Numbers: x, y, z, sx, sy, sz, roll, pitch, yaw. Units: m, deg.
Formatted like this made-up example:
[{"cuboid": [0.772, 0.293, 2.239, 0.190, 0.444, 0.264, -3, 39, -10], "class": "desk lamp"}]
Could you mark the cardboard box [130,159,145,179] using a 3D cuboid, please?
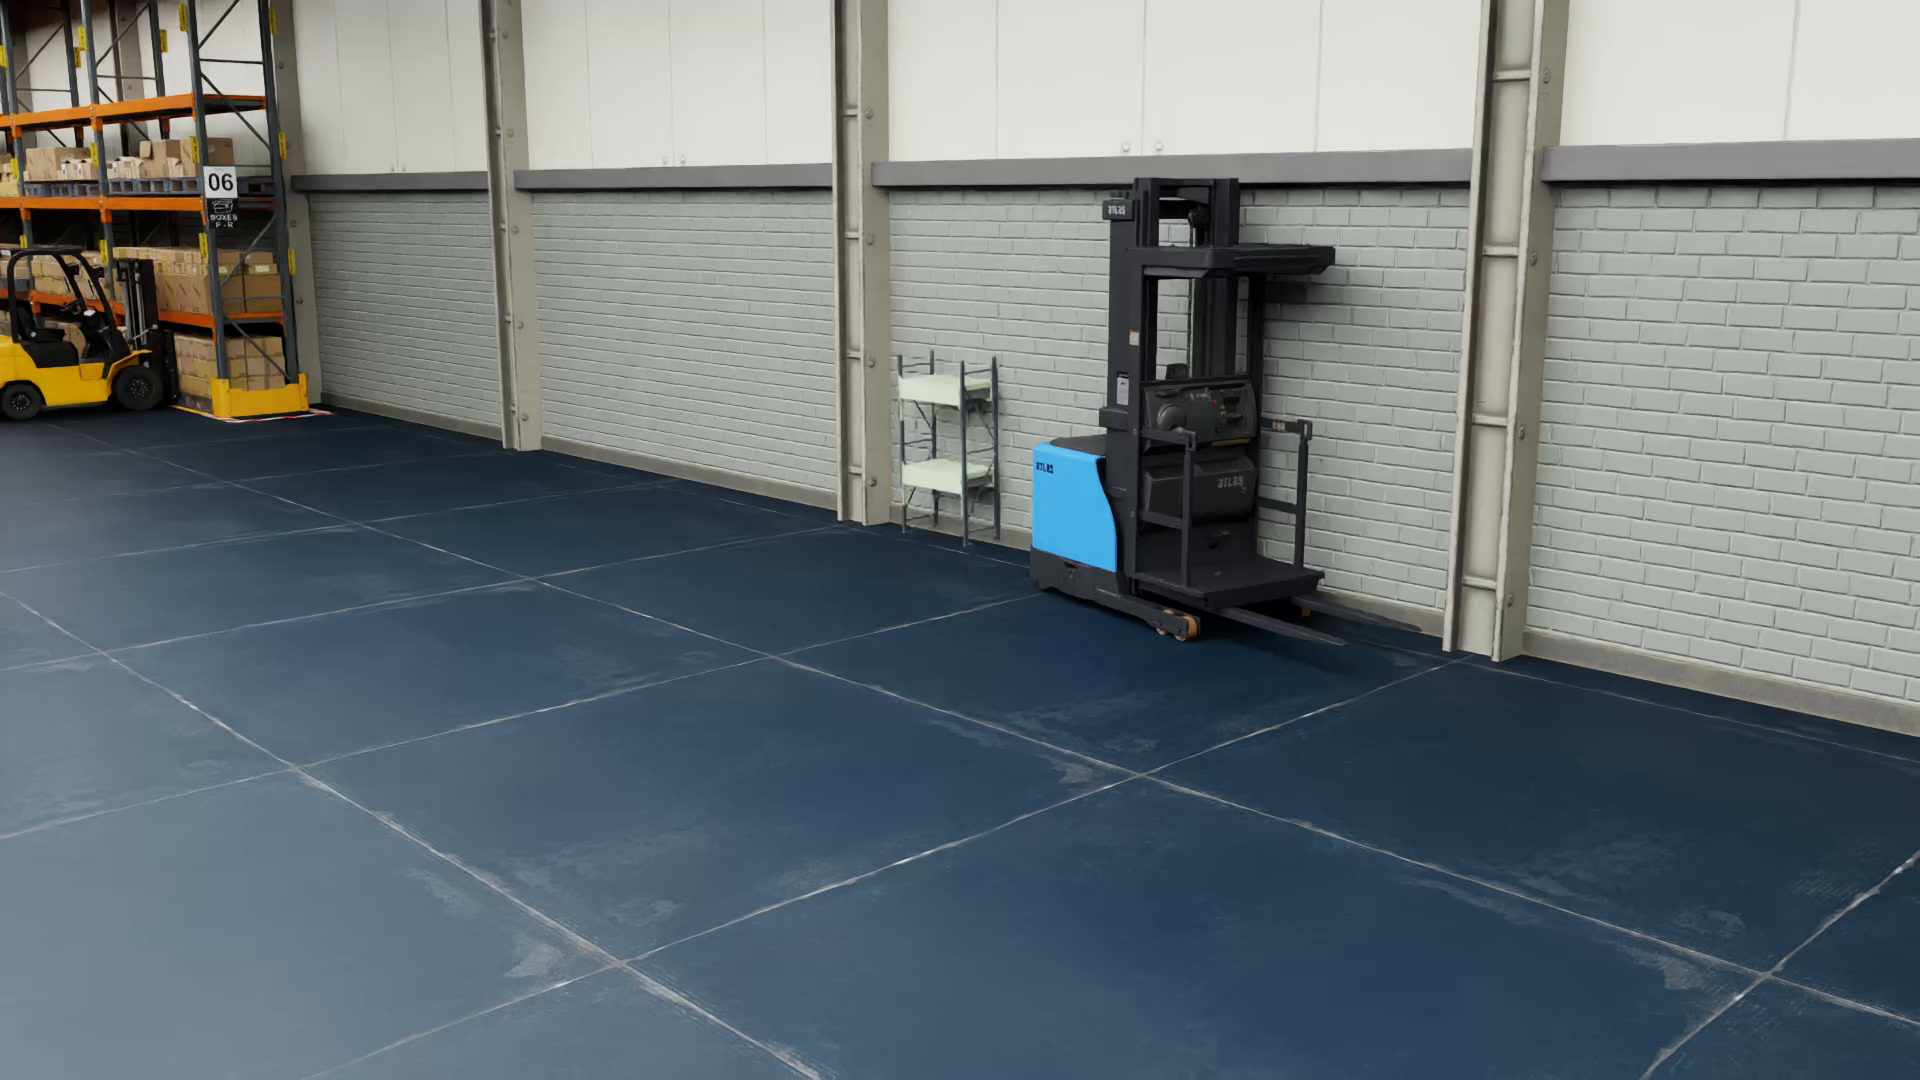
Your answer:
[{"cuboid": [-11.259, -5.148, 23.077, 0.258, 0.266, 0.396, 11, 16, 44], "class": "cardboard box"}]

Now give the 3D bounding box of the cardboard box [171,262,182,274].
[{"cuboid": [-10.458, -3.693, 22.549, 0.250, 0.149, 0.380, 11, 16, 43], "class": "cardboard box"}]

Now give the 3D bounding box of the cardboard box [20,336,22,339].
[{"cuboid": [-15.612, -3.421, 28.235, 0.500, 0.500, 0.500, -11, 16, -43], "class": "cardboard box"}]

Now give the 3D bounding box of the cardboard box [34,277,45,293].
[{"cuboid": [-14.697, -4.161, 27.045, 0.500, 0.250, 0.500, -11, 16, -42], "class": "cardboard box"}]

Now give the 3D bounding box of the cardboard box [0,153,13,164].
[{"cuboid": [-17.121, -6.797, 29.606, 0.396, 0.266, 0.258, -11, 16, -43], "class": "cardboard box"}]

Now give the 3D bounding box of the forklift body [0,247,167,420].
[{"cuboid": [-11.931, -2.772, 22.037, 2.313, 2.155, 1.214, -11, 16, -43], "class": "forklift body"}]

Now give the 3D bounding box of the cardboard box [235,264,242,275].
[{"cuboid": [-9.565, -3.645, 22.314, 0.380, 0.149, 0.250, -11, 16, -43], "class": "cardboard box"}]

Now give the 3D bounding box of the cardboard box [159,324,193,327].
[{"cuboid": [-11.585, -3.053, 24.592, 0.500, 0.250, 0.500, -10, 16, -41], "class": "cardboard box"}]

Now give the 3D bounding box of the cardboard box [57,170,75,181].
[{"cuboid": [-13.576, -5.581, 25.466, 0.380, 0.149, 0.250, -11, 16, -43], "class": "cardboard box"}]

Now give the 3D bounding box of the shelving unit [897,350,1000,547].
[{"cuboid": [-0.093, -0.767, 13.649, 0.431, 1.500, 0.755, -13, 18, -42], "class": "shelving unit"}]

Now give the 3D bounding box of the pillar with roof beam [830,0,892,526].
[{"cuboid": [-3.958, -3.980, 10.927, 9.100, 9.000, 0.400, -11, 16, -43], "class": "pillar with roof beam"}]

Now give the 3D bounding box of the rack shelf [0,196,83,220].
[{"cuboid": [-16.208, -5.742, 28.696, 1.077, 0.370, 4.000, -11, 16, -43], "class": "rack shelf"}]

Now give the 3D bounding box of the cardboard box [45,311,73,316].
[{"cuboid": [-15.691, -3.903, 28.970, 0.380, 0.149, 0.250, -11, 16, -44], "class": "cardboard box"}]

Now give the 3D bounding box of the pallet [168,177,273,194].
[{"cuboid": [-9.771, -4.698, 22.067, 1.003, 0.211, 1.213, -11, 16, -43], "class": "pallet"}]

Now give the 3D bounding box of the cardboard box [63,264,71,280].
[{"cuboid": [-13.632, -4.182, 25.911, 0.500, 0.250, 0.500, -11, 16, -42], "class": "cardboard box"}]

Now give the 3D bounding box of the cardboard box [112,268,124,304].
[{"cuboid": [-11.947, -3.697, 24.175, 0.500, 0.500, 0.500, 11, 16, 44], "class": "cardboard box"}]

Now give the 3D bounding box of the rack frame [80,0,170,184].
[{"cuboid": [-12.064, -6.688, 24.070, 1.000, 3.000, 0.127, -11, 16, -43], "class": "rack frame"}]

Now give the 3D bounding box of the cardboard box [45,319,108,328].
[{"cuboid": [-14.406, -3.283, 27.255, 0.875, 0.625, 0.625, -10, 15, -41], "class": "cardboard box"}]

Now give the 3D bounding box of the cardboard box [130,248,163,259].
[{"cuboid": [-11.527, -4.060, 23.593, 0.380, 0.149, 0.250, -10, 16, -41], "class": "cardboard box"}]

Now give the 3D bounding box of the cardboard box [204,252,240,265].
[{"cuboid": [-9.702, -3.701, 21.848, 0.380, 0.149, 0.250, -11, 16, -42], "class": "cardboard box"}]

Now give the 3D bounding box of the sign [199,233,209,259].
[{"cuboid": [-9.704, -3.775, 21.344, 0.100, 0.325, 0.005, -11, 16, -43], "class": "sign"}]

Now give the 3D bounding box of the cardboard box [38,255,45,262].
[{"cuboid": [-14.634, -4.573, 26.821, 0.380, 0.149, 0.250, -10, 16, -41], "class": "cardboard box"}]

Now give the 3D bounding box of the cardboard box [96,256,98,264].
[{"cuboid": [-12.783, -4.213, 25.072, 0.380, 0.149, 0.250, -11, 16, -43], "class": "cardboard box"}]

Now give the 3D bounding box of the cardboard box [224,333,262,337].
[{"cuboid": [-9.845, -2.683, 22.796, 0.500, 0.250, 0.500, -11, 16, -42], "class": "cardboard box"}]

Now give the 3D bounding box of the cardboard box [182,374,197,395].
[{"cuboid": [-10.191, -2.123, 22.555, 0.500, 0.250, 0.500, -11, 16, -43], "class": "cardboard box"}]

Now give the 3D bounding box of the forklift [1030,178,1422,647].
[{"cuboid": [1.726, -0.889, 10.962, 1.130, 2.935, 3.031, -7, 14, -32], "class": "forklift"}]

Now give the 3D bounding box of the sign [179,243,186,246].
[{"cuboid": [-11.664, -4.290, 24.957, 0.100, 0.325, 0.005, -11, 16, -43], "class": "sign"}]

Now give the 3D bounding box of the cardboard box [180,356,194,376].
[{"cuboid": [-10.203, -2.371, 22.523, 0.500, 0.250, 0.500, -11, 16, -43], "class": "cardboard box"}]

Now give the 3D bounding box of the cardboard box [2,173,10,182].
[{"cuboid": [-15.777, -6.055, 27.817, 0.380, 0.149, 0.250, -11, 16, -43], "class": "cardboard box"}]

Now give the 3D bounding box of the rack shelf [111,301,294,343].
[{"cuboid": [-10.683, -3.105, 23.332, 1.077, 0.370, 4.000, -11, 16, -43], "class": "rack shelf"}]

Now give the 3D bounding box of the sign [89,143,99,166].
[{"cuboid": [-12.450, -5.549, 23.915, 0.100, 0.325, 0.005, -11, 16, -43], "class": "sign"}]

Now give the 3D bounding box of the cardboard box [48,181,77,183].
[{"cuboid": [-14.906, -6.011, 27.602, 0.380, 0.149, 0.250, -11, 16, -42], "class": "cardboard box"}]

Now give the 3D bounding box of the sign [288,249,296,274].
[{"cuboid": [-8.896, -3.705, 22.118, 0.100, 0.325, 0.005, -11, 16, -43], "class": "sign"}]

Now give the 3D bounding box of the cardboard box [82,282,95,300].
[{"cuboid": [-12.953, -3.785, 25.223, 0.500, 0.250, 0.500, -11, 16, -43], "class": "cardboard box"}]

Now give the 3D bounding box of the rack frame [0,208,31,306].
[{"cuboid": [-17.589, -4.917, 30.343, 1.000, 3.000, 0.127, -11, 16, -43], "class": "rack frame"}]

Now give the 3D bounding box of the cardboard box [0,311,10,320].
[{"cuboid": [-16.587, -3.945, 29.171, 0.380, 0.149, 0.250, -10, 15, -41], "class": "cardboard box"}]

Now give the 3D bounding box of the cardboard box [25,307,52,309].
[{"cuboid": [-16.571, -4.097, 29.909, 0.250, 0.149, 0.380, 11, 16, 42], "class": "cardboard box"}]

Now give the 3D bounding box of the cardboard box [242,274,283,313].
[{"cuboid": [-9.443, -3.325, 22.371, 0.500, 0.500, 0.500, -10, 15, -41], "class": "cardboard box"}]

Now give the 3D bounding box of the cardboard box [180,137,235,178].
[{"cuboid": [-9.784, -4.969, 21.626, 0.500, 0.500, 0.500, -10, 15, -41], "class": "cardboard box"}]

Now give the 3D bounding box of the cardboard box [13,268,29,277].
[{"cuboid": [-15.558, -4.458, 27.698, 0.380, 0.149, 0.250, -11, 16, -42], "class": "cardboard box"}]

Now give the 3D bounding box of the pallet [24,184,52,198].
[{"cuboid": [-14.293, -5.623, 26.805, 1.213, 0.211, 1.003, -10, 15, -40], "class": "pallet"}]

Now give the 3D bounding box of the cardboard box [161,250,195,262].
[{"cuboid": [-10.656, -3.873, 22.684, 0.380, 0.149, 0.250, -10, 16, -41], "class": "cardboard box"}]

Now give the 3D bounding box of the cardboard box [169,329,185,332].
[{"cuboid": [-11.259, -2.837, 23.541, 0.500, 0.250, 0.500, -10, 15, -41], "class": "cardboard box"}]
